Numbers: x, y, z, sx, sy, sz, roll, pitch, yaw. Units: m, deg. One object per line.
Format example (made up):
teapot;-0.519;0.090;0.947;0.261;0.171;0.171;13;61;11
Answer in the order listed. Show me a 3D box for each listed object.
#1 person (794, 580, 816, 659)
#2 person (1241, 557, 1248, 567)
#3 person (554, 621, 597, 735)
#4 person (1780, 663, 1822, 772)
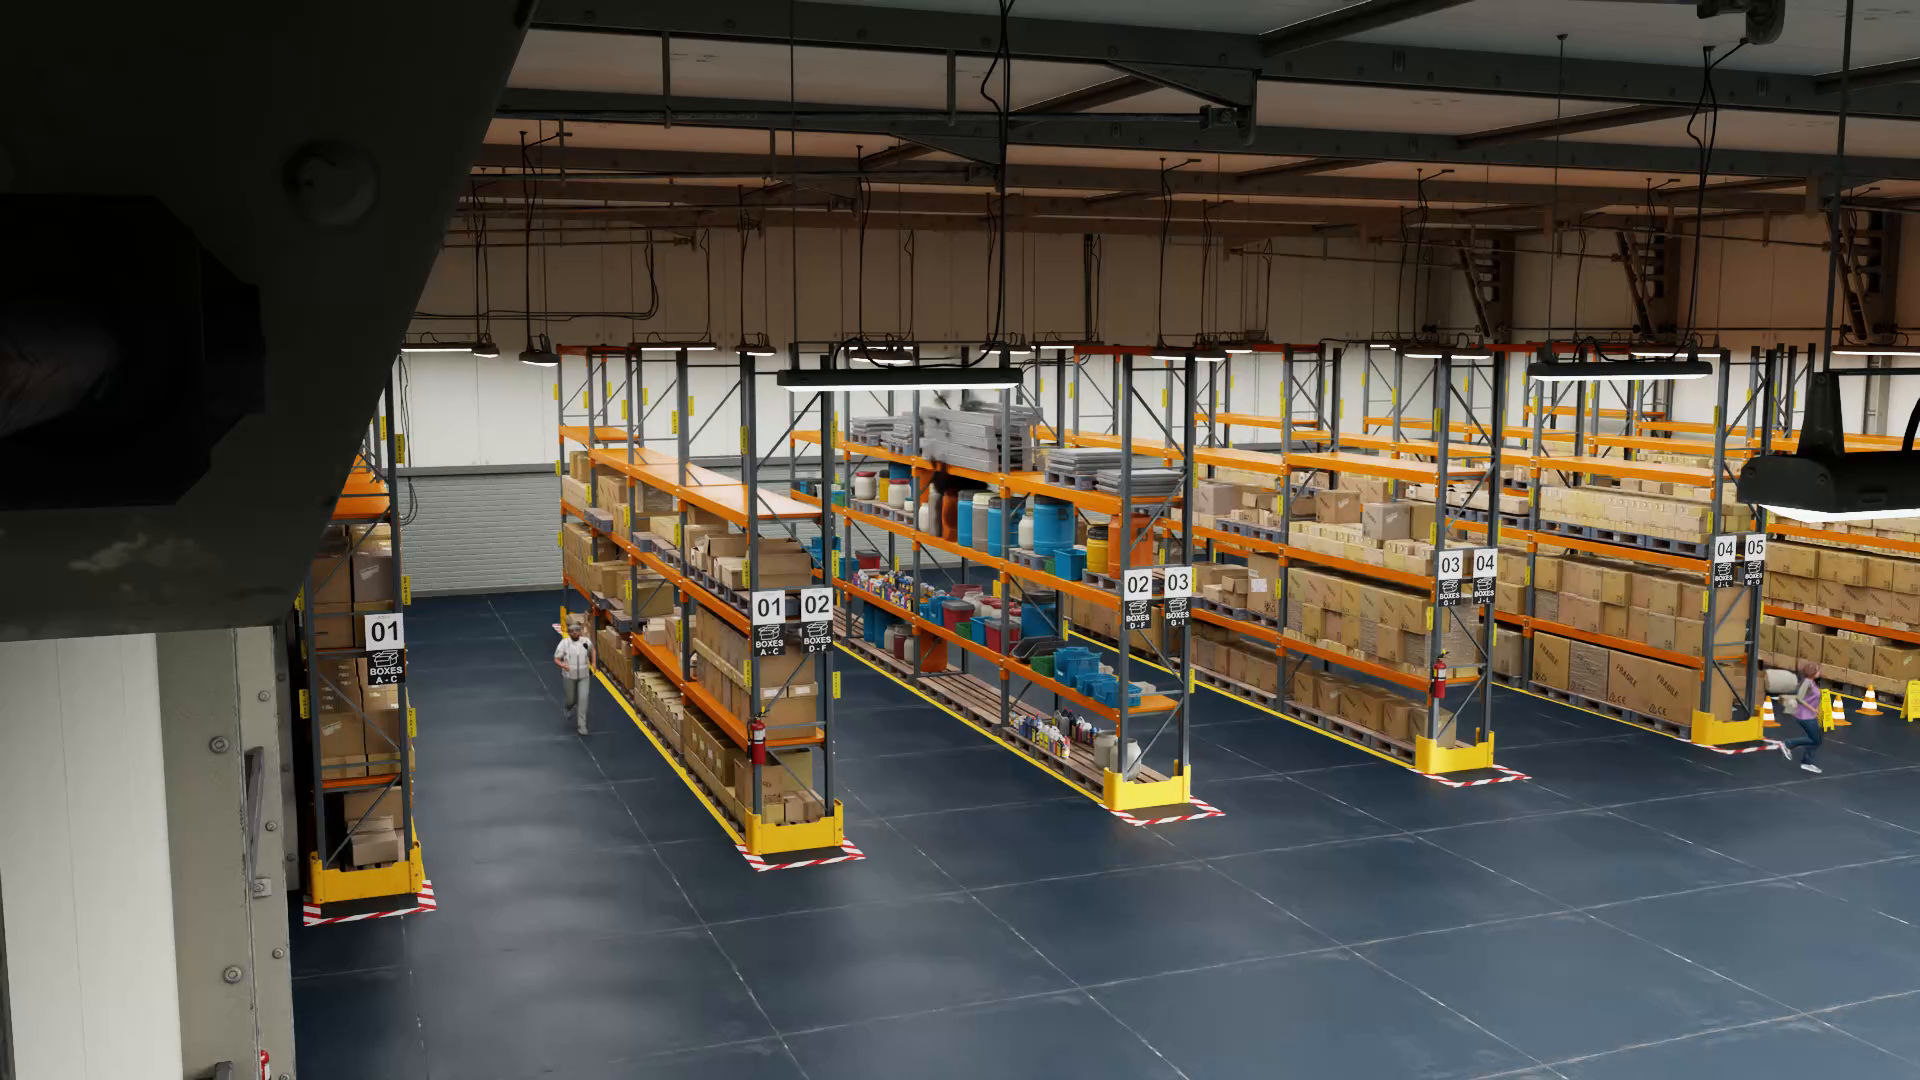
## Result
person;-2.647;1.503;28.942;0.657;1.747;0.594;-5;9;-33
person;7.188;0.236;41.152;0.959;1.733;0.764;5;9;36
person;-6.038;2.133;26.227;0.678;1.747;0.992;-3;8;-21
person;12.129;2.542;23.906;0.556;1.575;0.574;5;9;37
